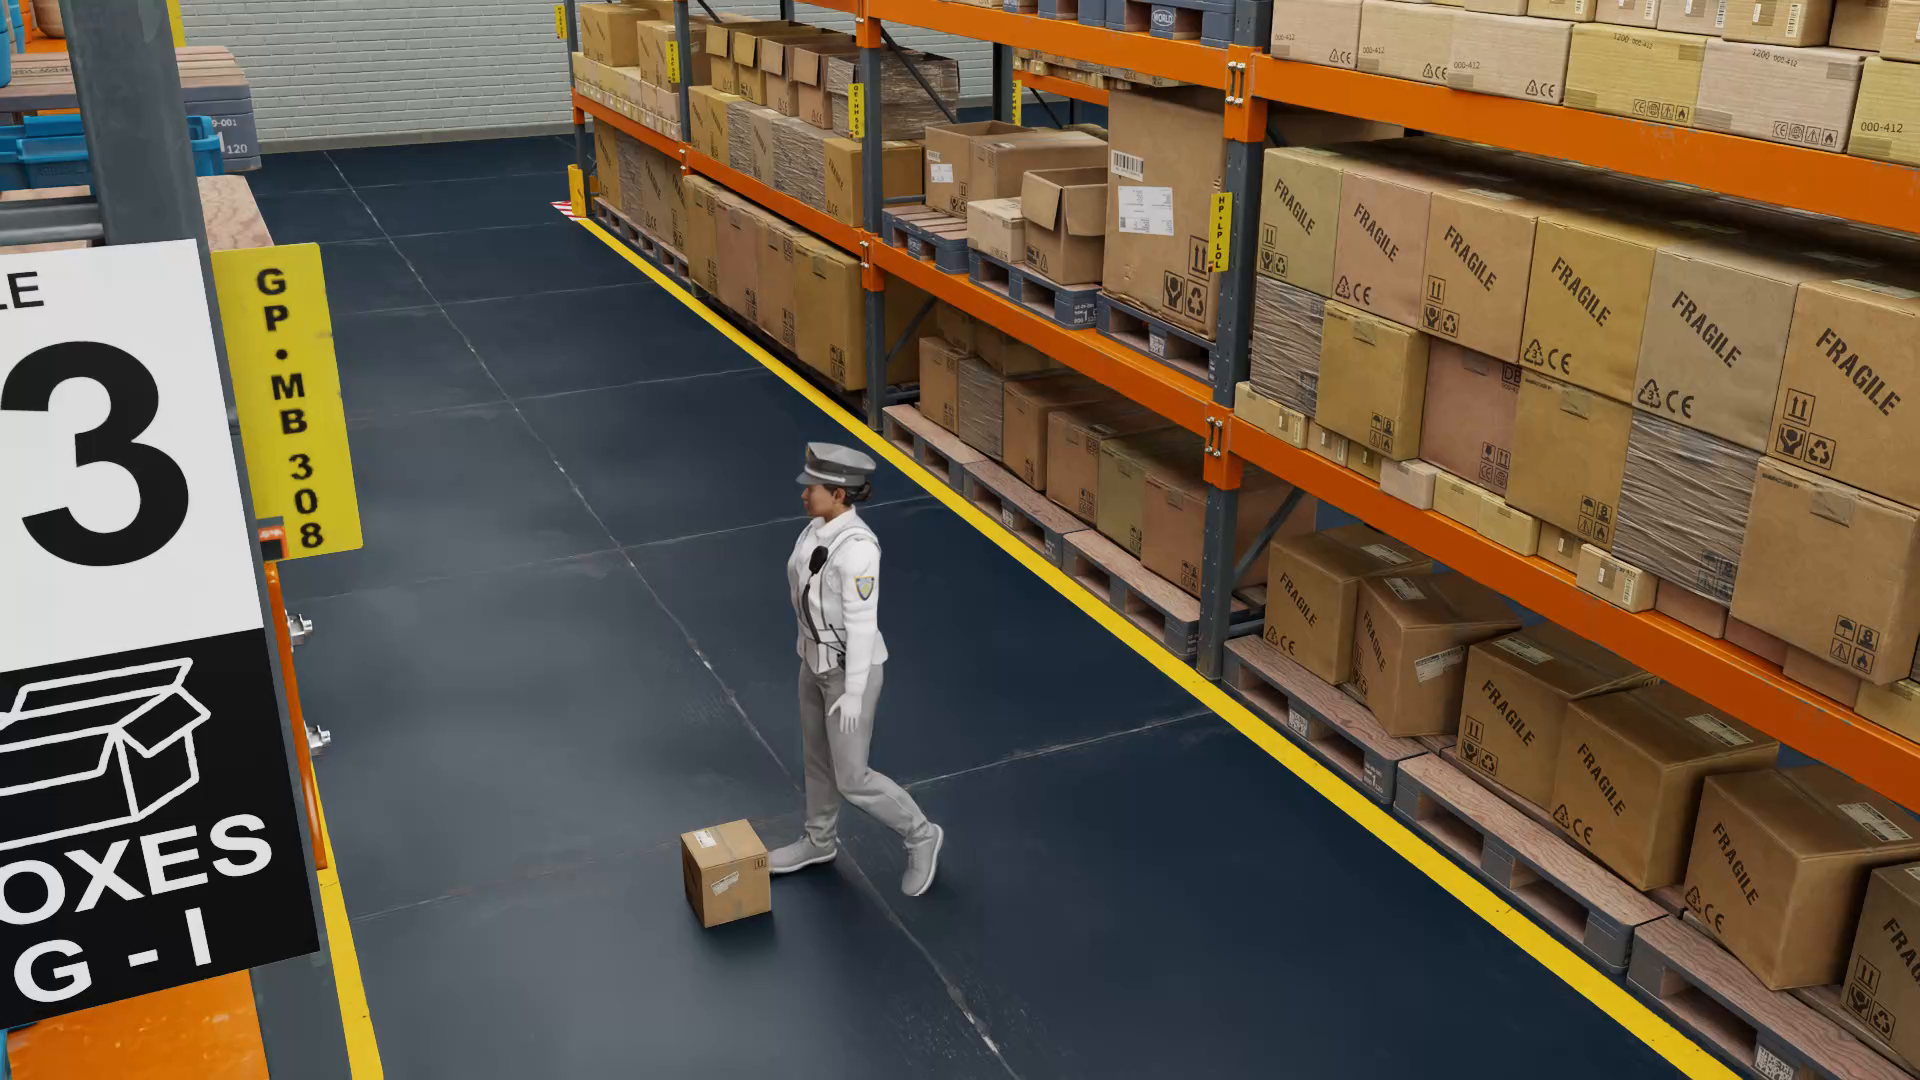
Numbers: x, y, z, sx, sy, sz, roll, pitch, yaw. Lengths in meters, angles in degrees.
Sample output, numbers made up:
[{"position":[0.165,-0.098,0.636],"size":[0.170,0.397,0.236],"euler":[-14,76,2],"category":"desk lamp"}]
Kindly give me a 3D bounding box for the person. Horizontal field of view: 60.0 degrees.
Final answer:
[{"position":[-0.406,0.472,5.931],"size":[0.613,1.715,0.523],"euler":[-10,24,-23],"category":"person"}]
